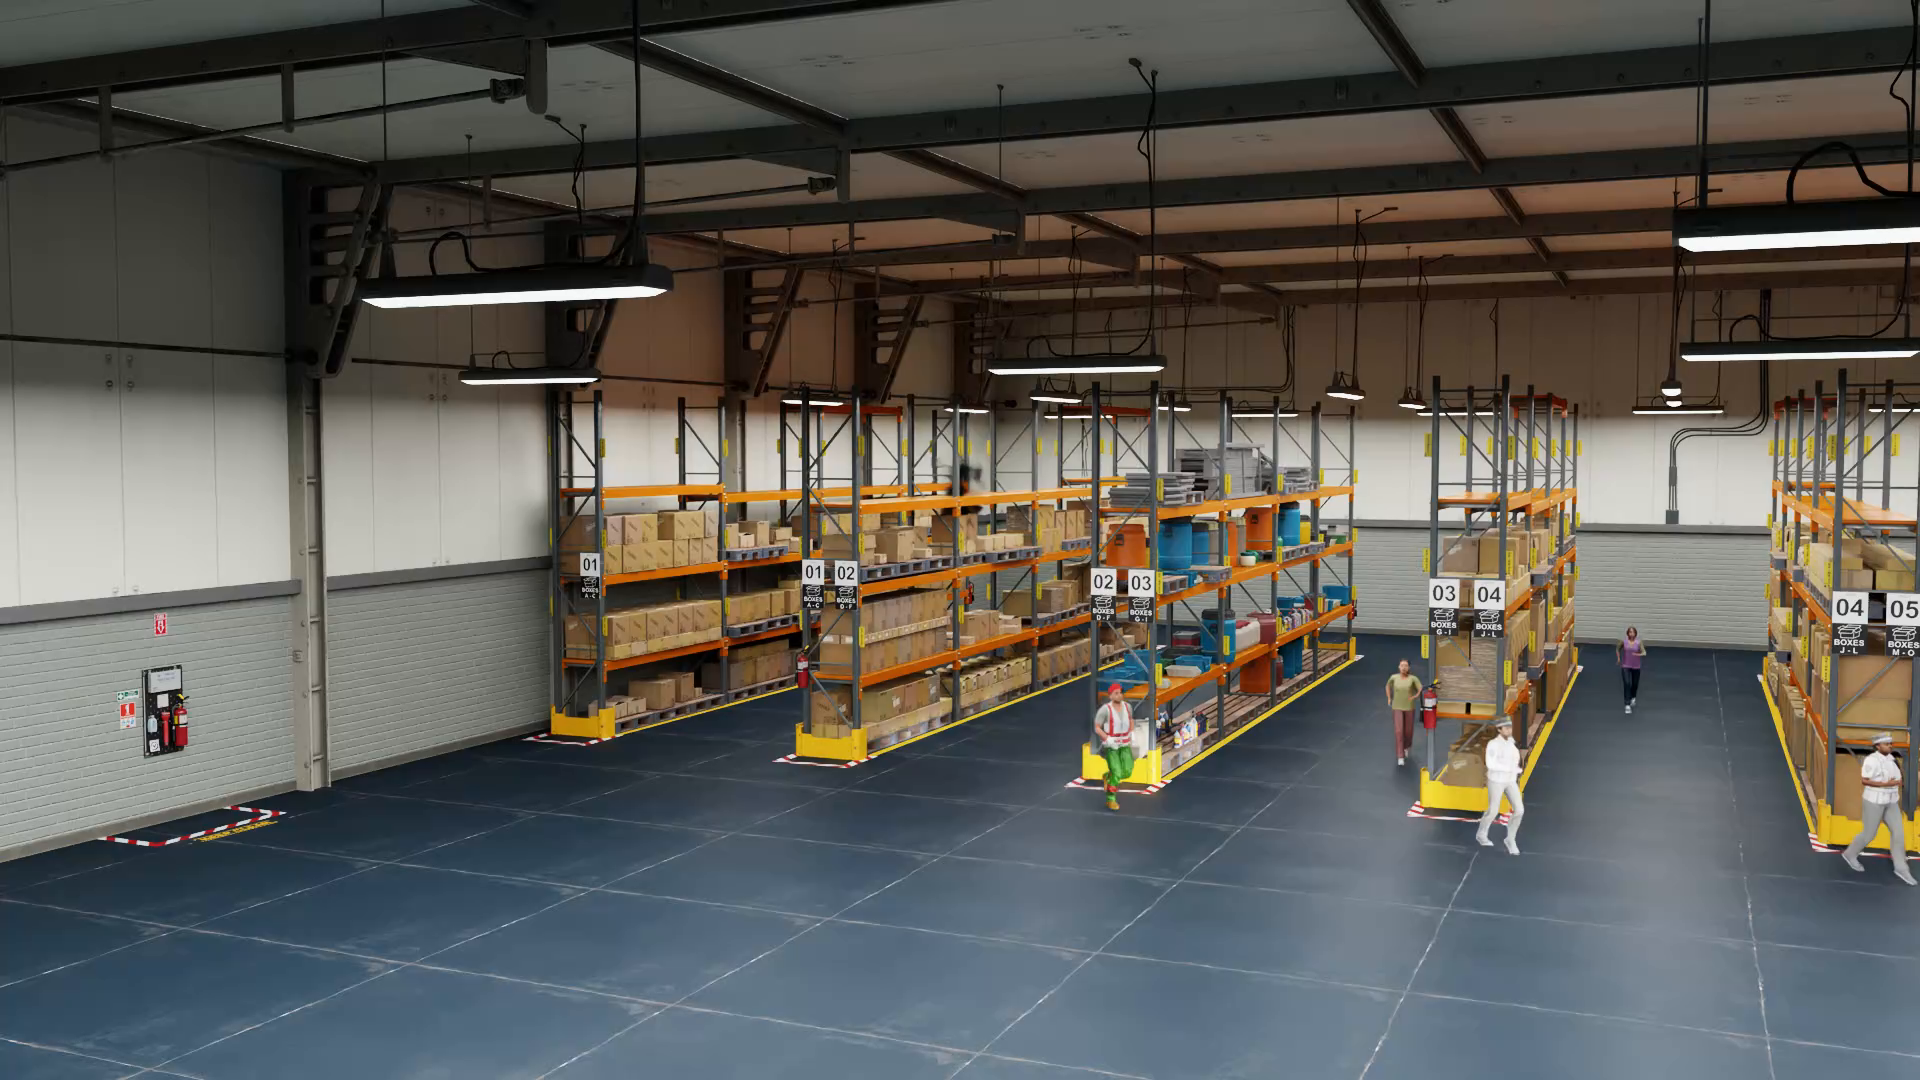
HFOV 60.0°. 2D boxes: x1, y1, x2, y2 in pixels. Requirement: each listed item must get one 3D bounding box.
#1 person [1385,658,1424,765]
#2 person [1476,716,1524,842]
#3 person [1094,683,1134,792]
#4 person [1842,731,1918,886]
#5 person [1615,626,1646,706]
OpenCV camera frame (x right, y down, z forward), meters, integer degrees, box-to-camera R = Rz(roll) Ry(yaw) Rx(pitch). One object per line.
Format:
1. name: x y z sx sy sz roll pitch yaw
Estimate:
1. person: 7.065 2.704 26.464 0.597 1.656 0.803 1 3 16
2. person: 6.748 2.936 20.557 0.485 1.567 0.711 -1 3 -25
3. person: -0.817 2.405 29.298 0.714 1.518 14.069 -2 4 -26
4. person: 10.681 3.073 19.301 0.580 1.737 0.850 -1 3 -20
5. person: 12.753 2.386 31.624 0.531 1.498 0.769 1 3 18
